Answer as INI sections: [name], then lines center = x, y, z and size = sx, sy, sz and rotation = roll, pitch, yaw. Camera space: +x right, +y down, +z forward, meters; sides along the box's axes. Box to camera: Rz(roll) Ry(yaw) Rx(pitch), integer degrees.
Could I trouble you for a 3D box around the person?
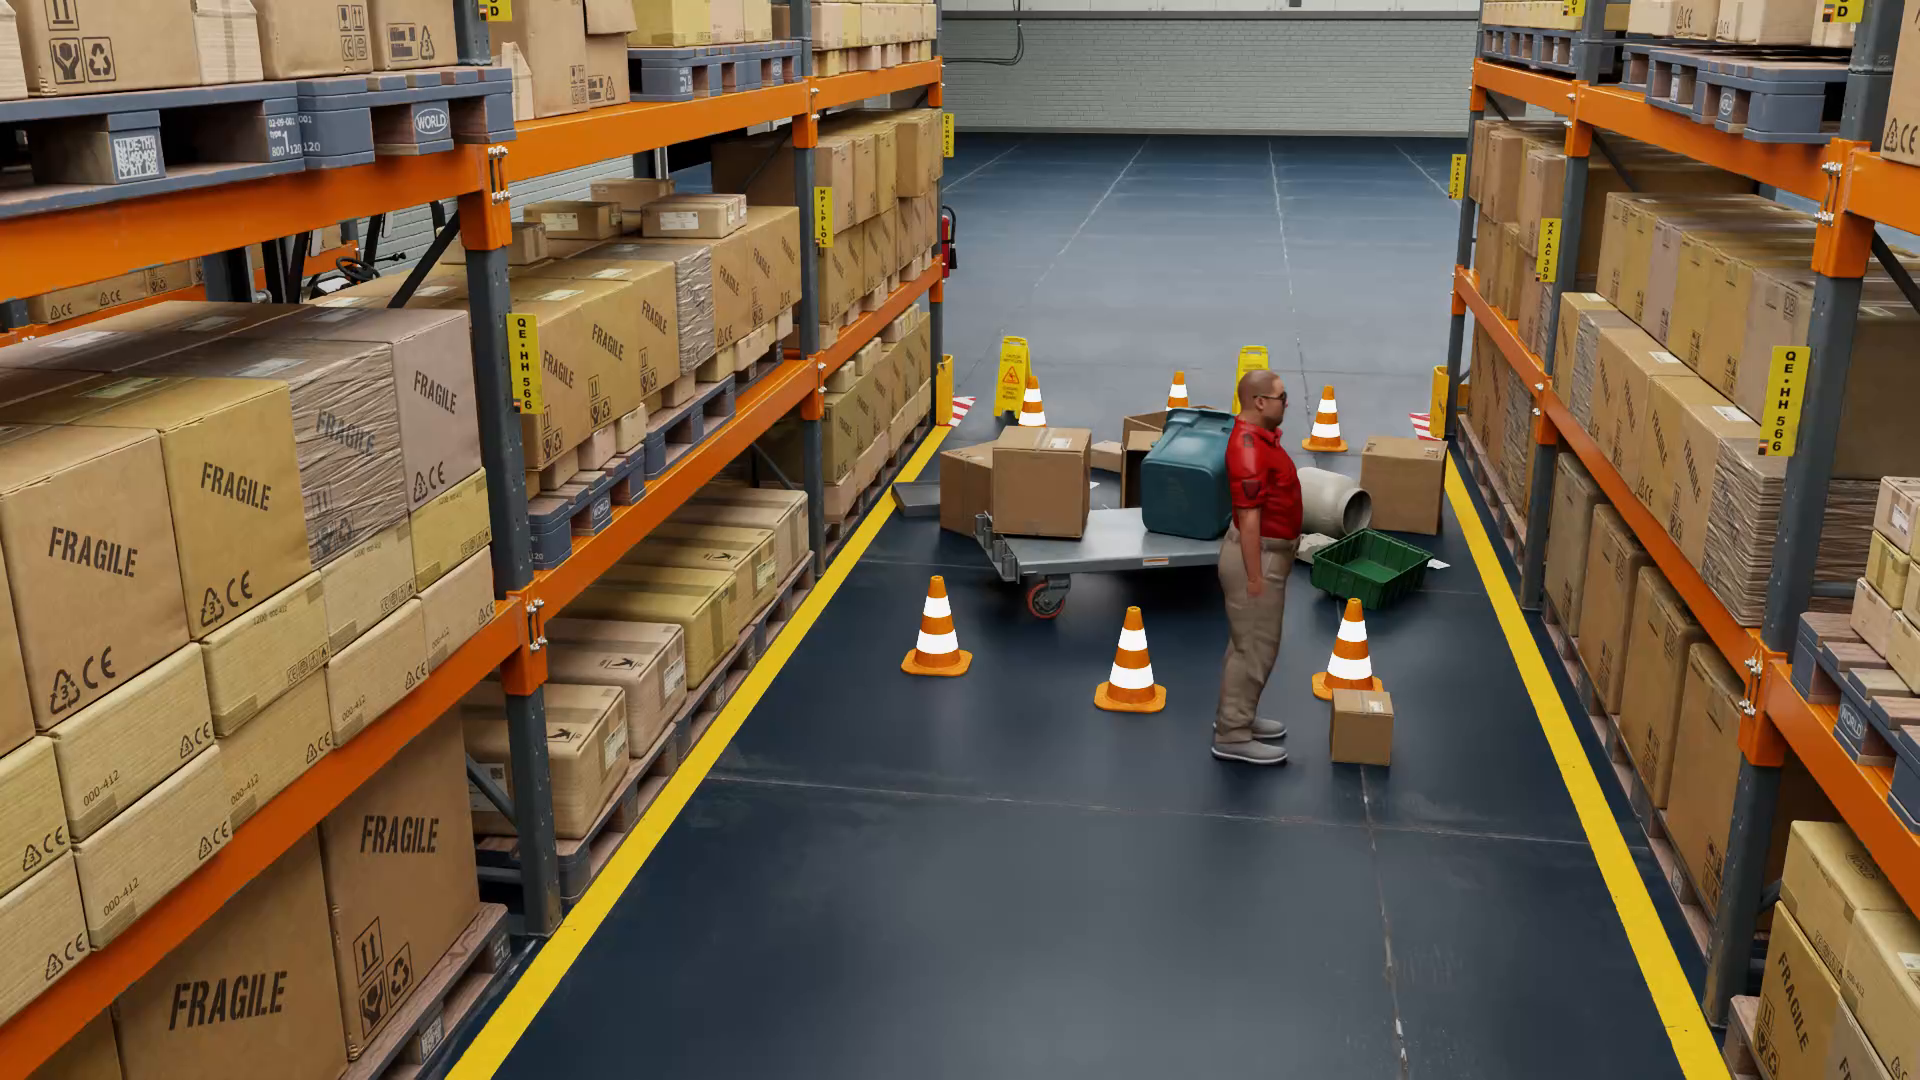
[person]
center = 1.313, 0.104, 7.268
size = 0.360, 1.723, 0.527
rotation = 3, 18, 10
